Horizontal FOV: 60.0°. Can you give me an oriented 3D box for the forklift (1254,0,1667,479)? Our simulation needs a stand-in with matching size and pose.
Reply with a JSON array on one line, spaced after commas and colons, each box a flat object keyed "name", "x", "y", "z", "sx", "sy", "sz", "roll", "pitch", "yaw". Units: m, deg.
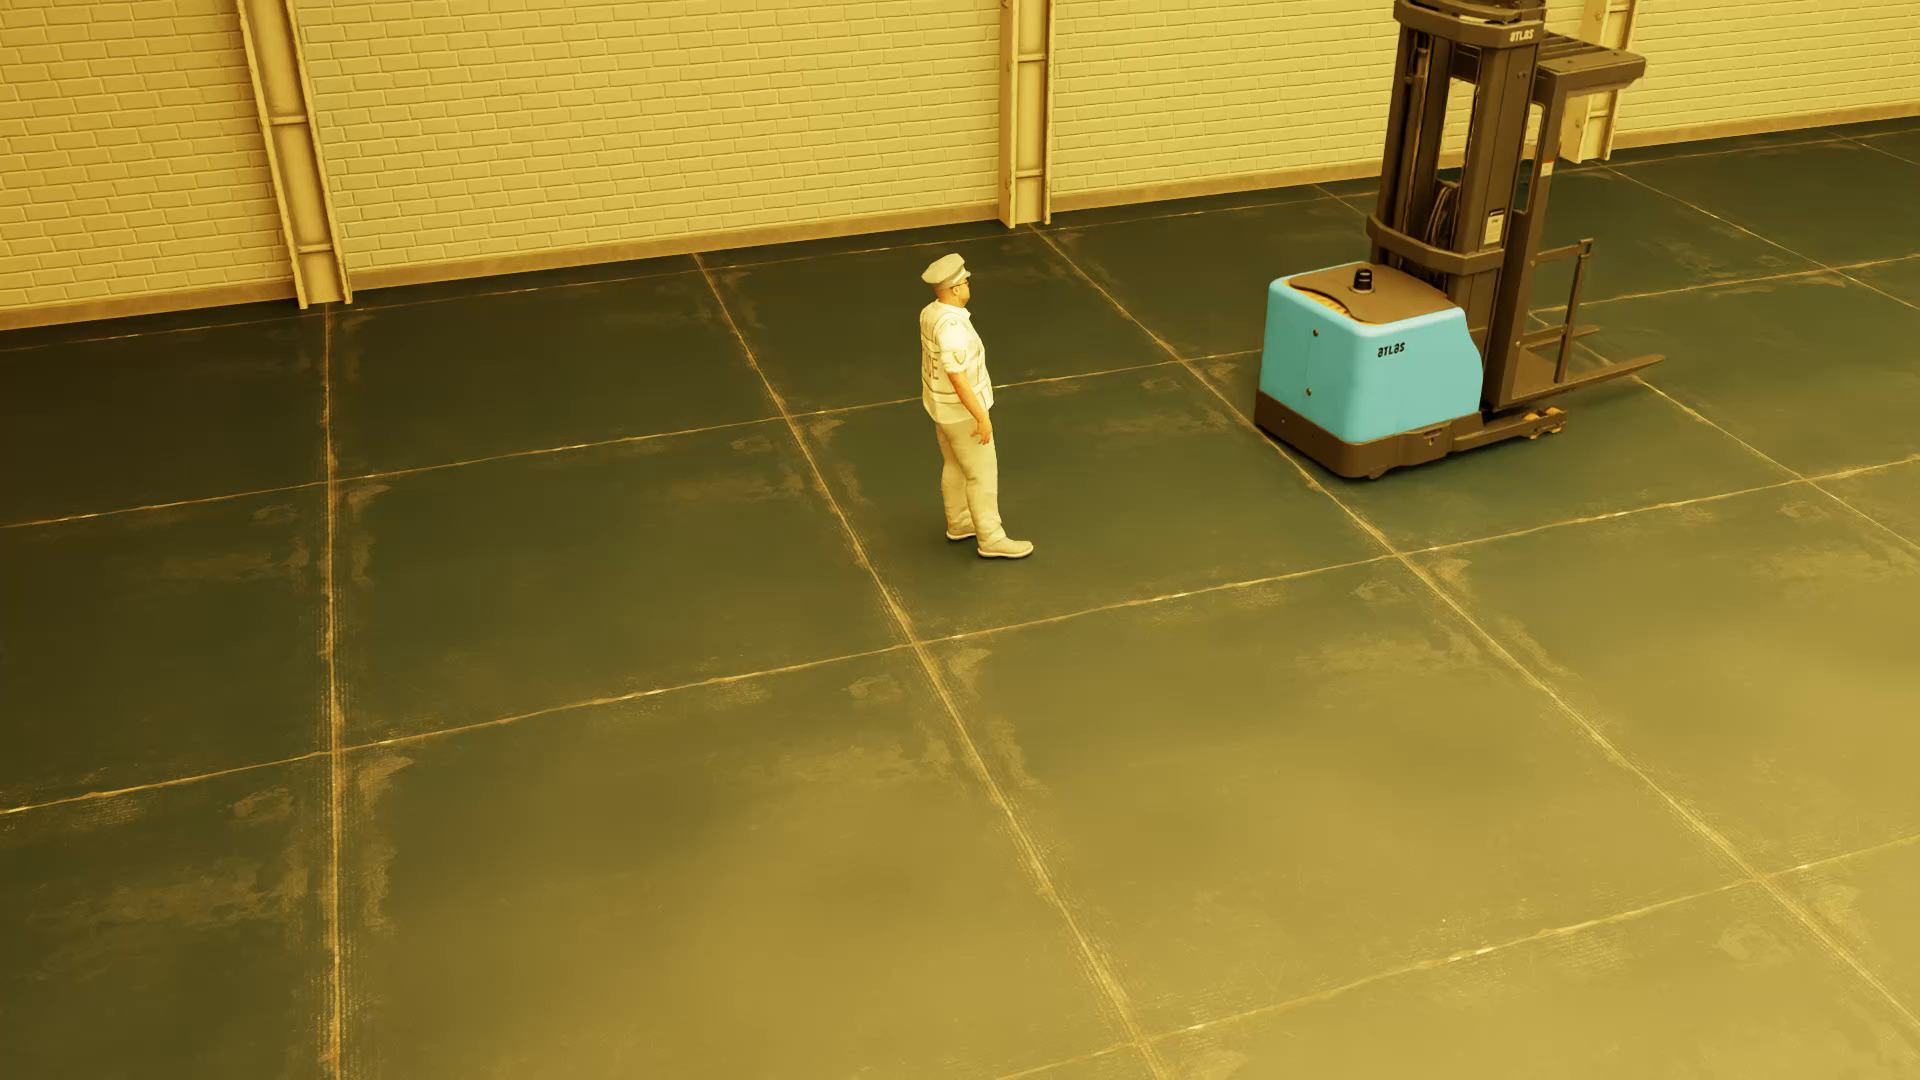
[{"name": "forklift", "x": 3.543, "y": -2.170, "z": 10.858, "sx": 3.031, "sy": 2.935, "sz": 1.130, "roll": -15, "pitch": 33, "yaw": -24}]

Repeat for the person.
[{"name": "person", "x": 0.078, "y": -0.786, "z": 9.590, "sx": 0.574, "sy": 1.780, "sz": 0.641, "roll": -10, "pitch": 31, "yaw": -16}]
